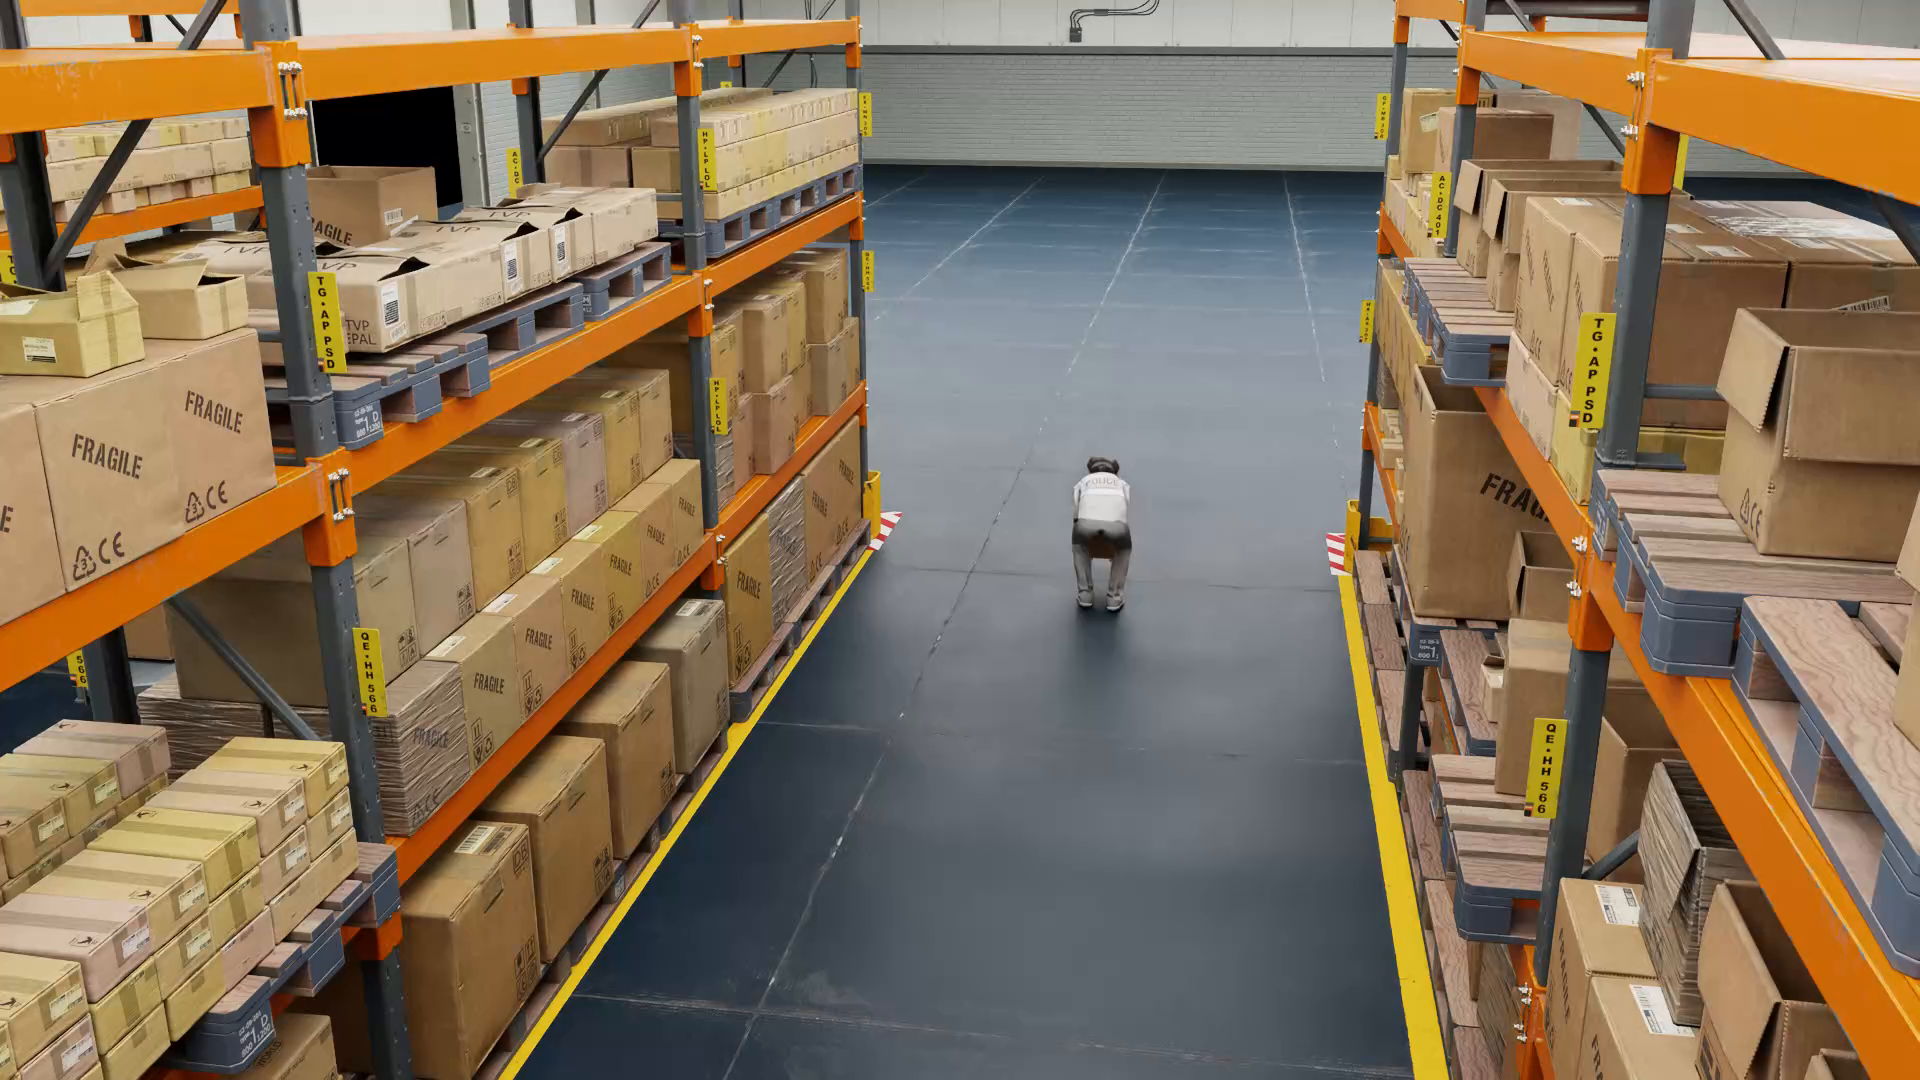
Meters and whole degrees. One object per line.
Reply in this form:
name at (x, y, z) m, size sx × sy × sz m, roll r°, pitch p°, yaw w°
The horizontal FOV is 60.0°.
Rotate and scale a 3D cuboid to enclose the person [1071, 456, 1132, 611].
person at (1.048, -0.050, 12.265) m, size 0.448 × 1.013 × 0.921 m, roll 2°, pitch 18°, yaw 6°
